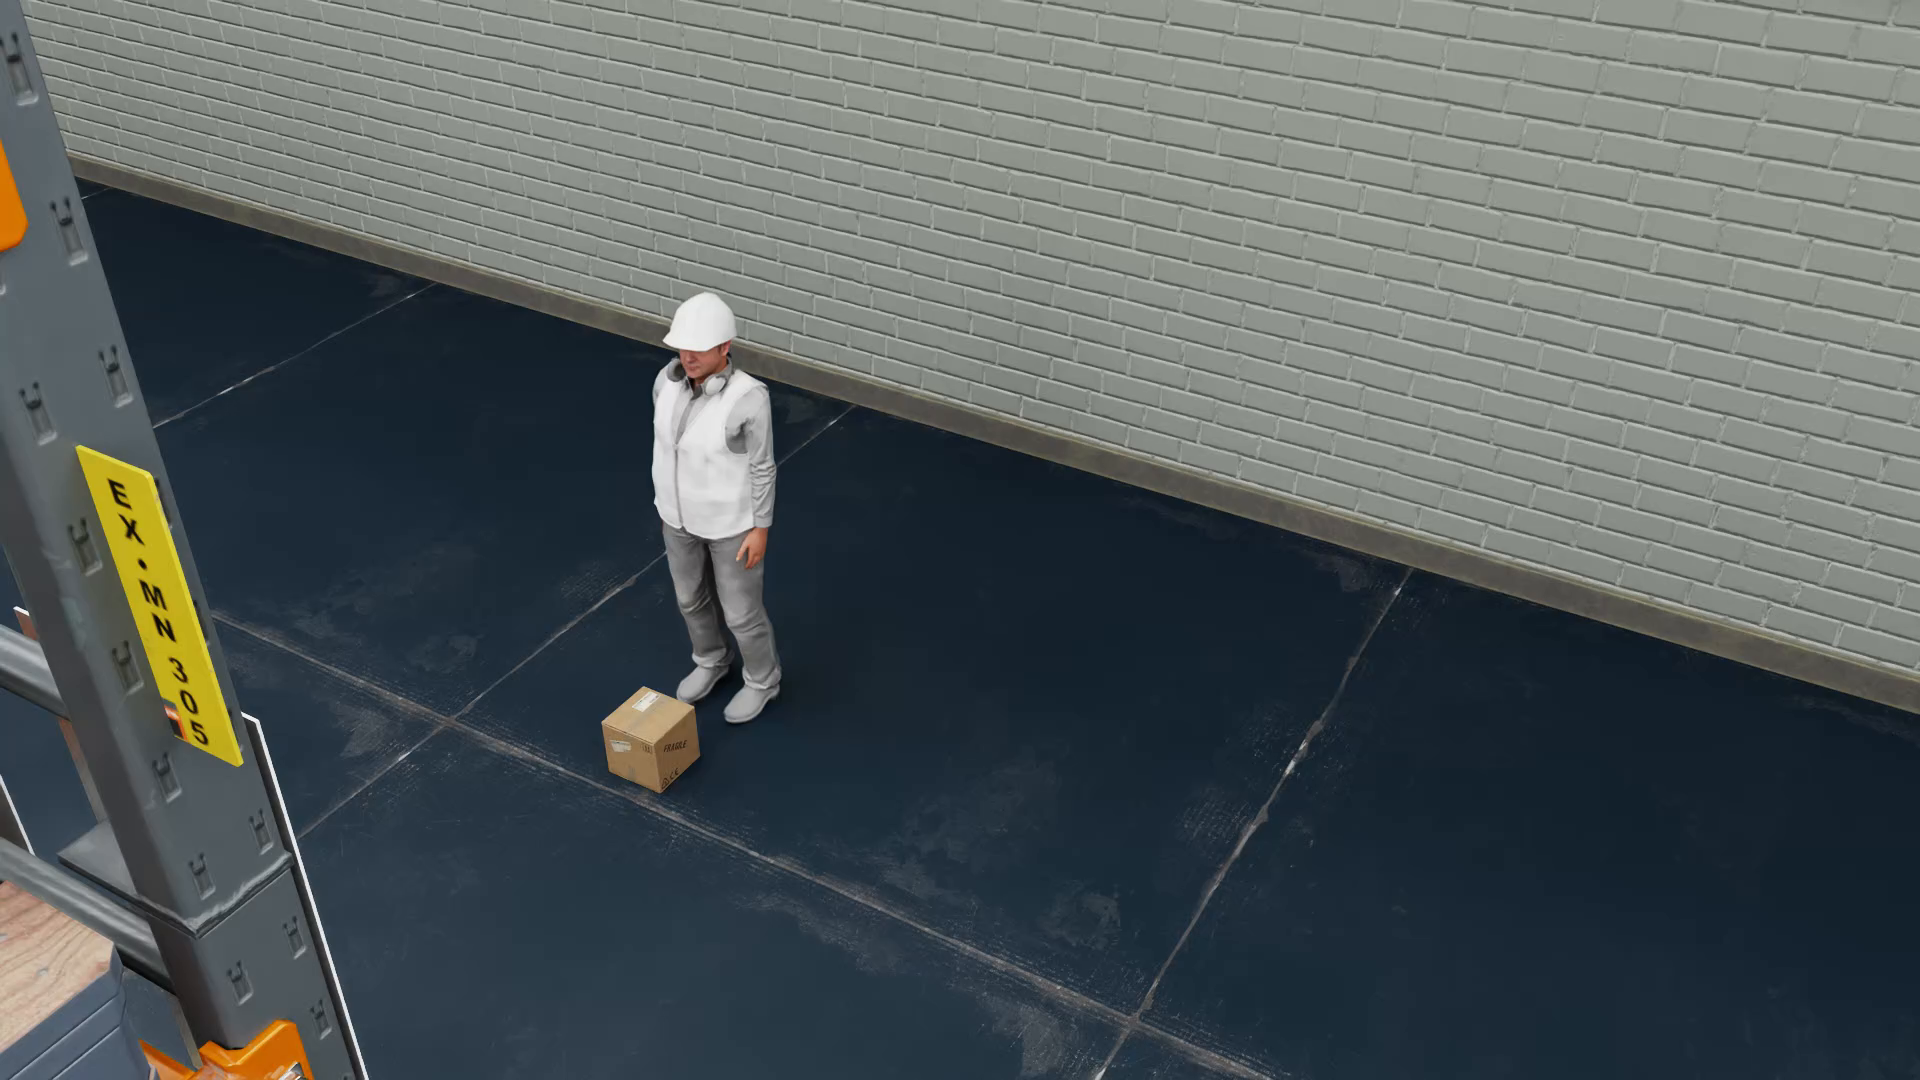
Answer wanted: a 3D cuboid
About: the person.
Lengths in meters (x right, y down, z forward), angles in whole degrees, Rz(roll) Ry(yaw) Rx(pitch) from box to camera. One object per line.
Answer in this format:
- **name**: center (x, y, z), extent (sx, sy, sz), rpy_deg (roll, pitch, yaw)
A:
- **person**: center (-0.922, -0.100, 6.272), extent (0.531, 1.768, 0.356), rpy_deg (19, 38, 25)
